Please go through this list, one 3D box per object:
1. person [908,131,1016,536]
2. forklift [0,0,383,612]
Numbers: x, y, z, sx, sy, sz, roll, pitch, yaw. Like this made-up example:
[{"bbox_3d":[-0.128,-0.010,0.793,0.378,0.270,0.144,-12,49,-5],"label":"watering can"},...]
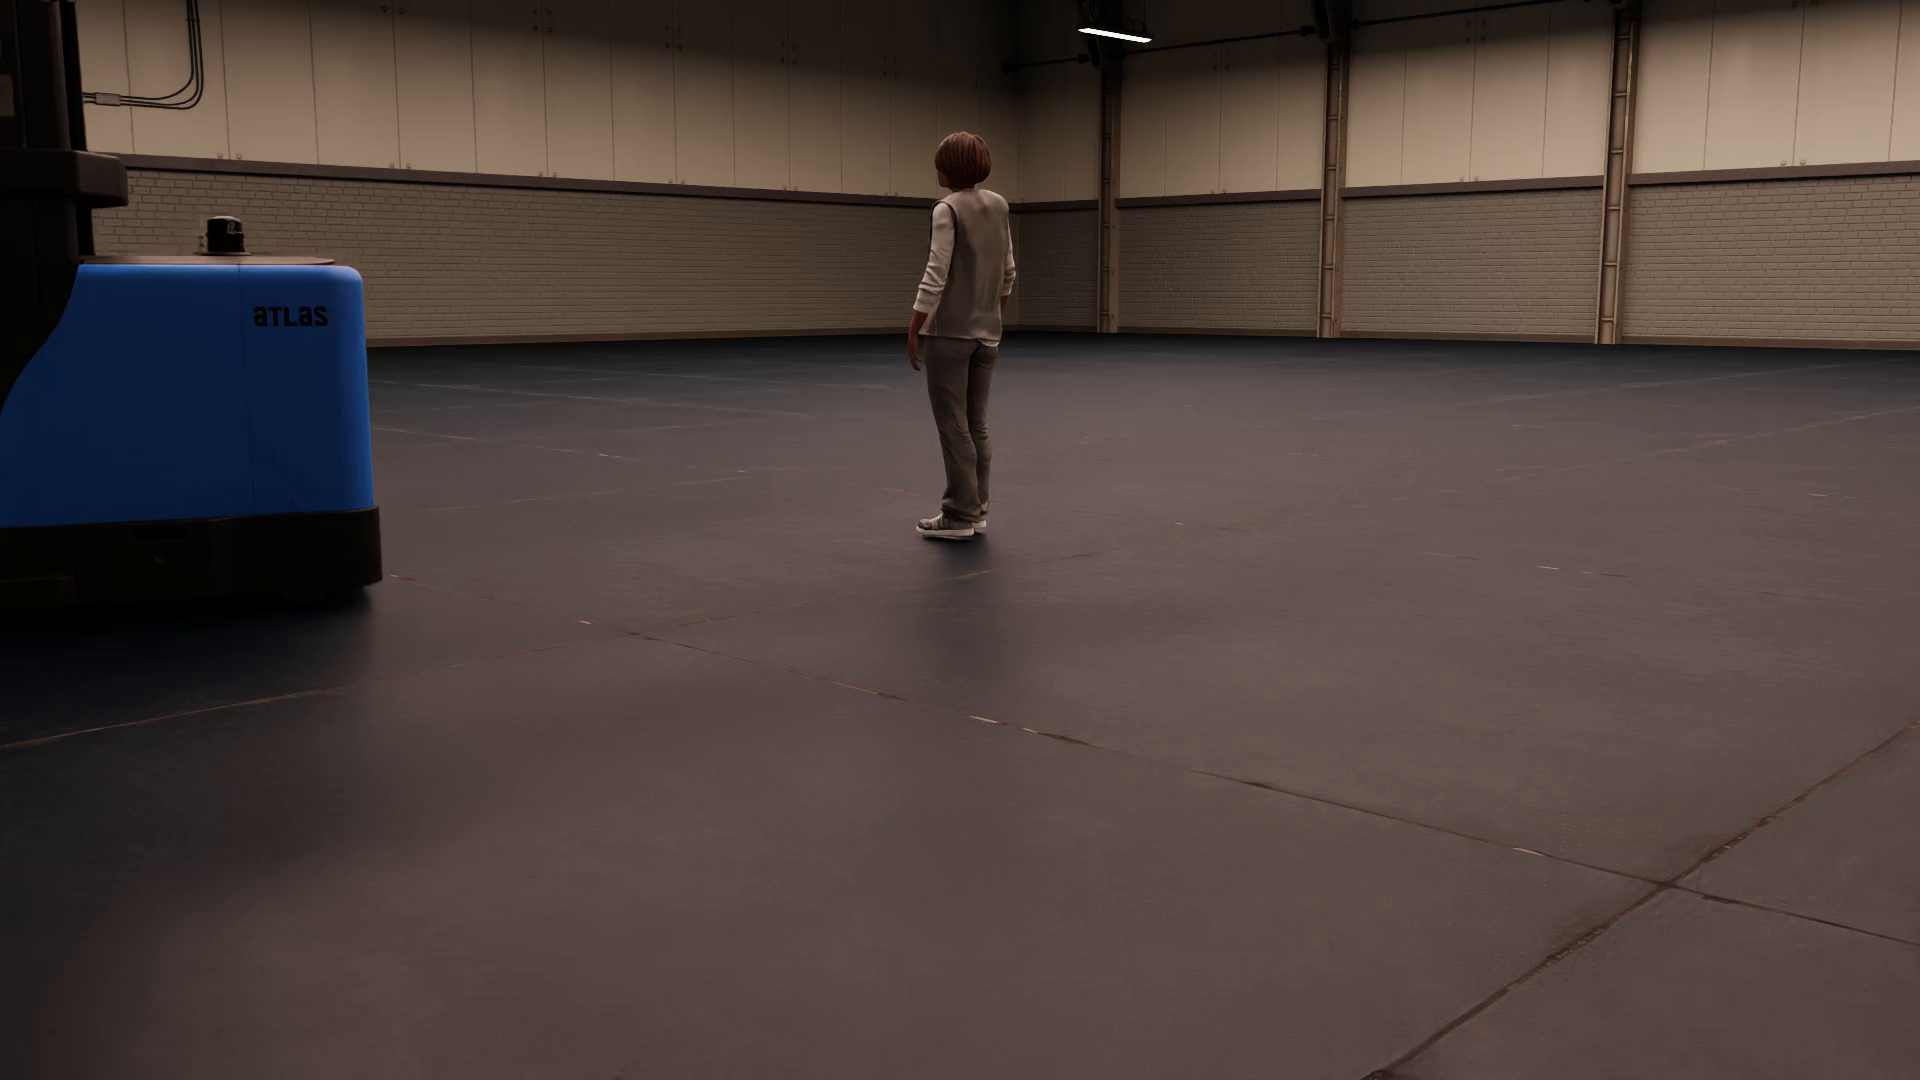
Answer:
[{"bbox_3d":[-0.043,-0.806,6.658,0.475,1.596,0.521,8,12,43],"label":"person"},{"bbox_3d":[-3.429,-1.218,4.961,3.031,2.935,1.130,-4,9,-24],"label":"forklift"}]
